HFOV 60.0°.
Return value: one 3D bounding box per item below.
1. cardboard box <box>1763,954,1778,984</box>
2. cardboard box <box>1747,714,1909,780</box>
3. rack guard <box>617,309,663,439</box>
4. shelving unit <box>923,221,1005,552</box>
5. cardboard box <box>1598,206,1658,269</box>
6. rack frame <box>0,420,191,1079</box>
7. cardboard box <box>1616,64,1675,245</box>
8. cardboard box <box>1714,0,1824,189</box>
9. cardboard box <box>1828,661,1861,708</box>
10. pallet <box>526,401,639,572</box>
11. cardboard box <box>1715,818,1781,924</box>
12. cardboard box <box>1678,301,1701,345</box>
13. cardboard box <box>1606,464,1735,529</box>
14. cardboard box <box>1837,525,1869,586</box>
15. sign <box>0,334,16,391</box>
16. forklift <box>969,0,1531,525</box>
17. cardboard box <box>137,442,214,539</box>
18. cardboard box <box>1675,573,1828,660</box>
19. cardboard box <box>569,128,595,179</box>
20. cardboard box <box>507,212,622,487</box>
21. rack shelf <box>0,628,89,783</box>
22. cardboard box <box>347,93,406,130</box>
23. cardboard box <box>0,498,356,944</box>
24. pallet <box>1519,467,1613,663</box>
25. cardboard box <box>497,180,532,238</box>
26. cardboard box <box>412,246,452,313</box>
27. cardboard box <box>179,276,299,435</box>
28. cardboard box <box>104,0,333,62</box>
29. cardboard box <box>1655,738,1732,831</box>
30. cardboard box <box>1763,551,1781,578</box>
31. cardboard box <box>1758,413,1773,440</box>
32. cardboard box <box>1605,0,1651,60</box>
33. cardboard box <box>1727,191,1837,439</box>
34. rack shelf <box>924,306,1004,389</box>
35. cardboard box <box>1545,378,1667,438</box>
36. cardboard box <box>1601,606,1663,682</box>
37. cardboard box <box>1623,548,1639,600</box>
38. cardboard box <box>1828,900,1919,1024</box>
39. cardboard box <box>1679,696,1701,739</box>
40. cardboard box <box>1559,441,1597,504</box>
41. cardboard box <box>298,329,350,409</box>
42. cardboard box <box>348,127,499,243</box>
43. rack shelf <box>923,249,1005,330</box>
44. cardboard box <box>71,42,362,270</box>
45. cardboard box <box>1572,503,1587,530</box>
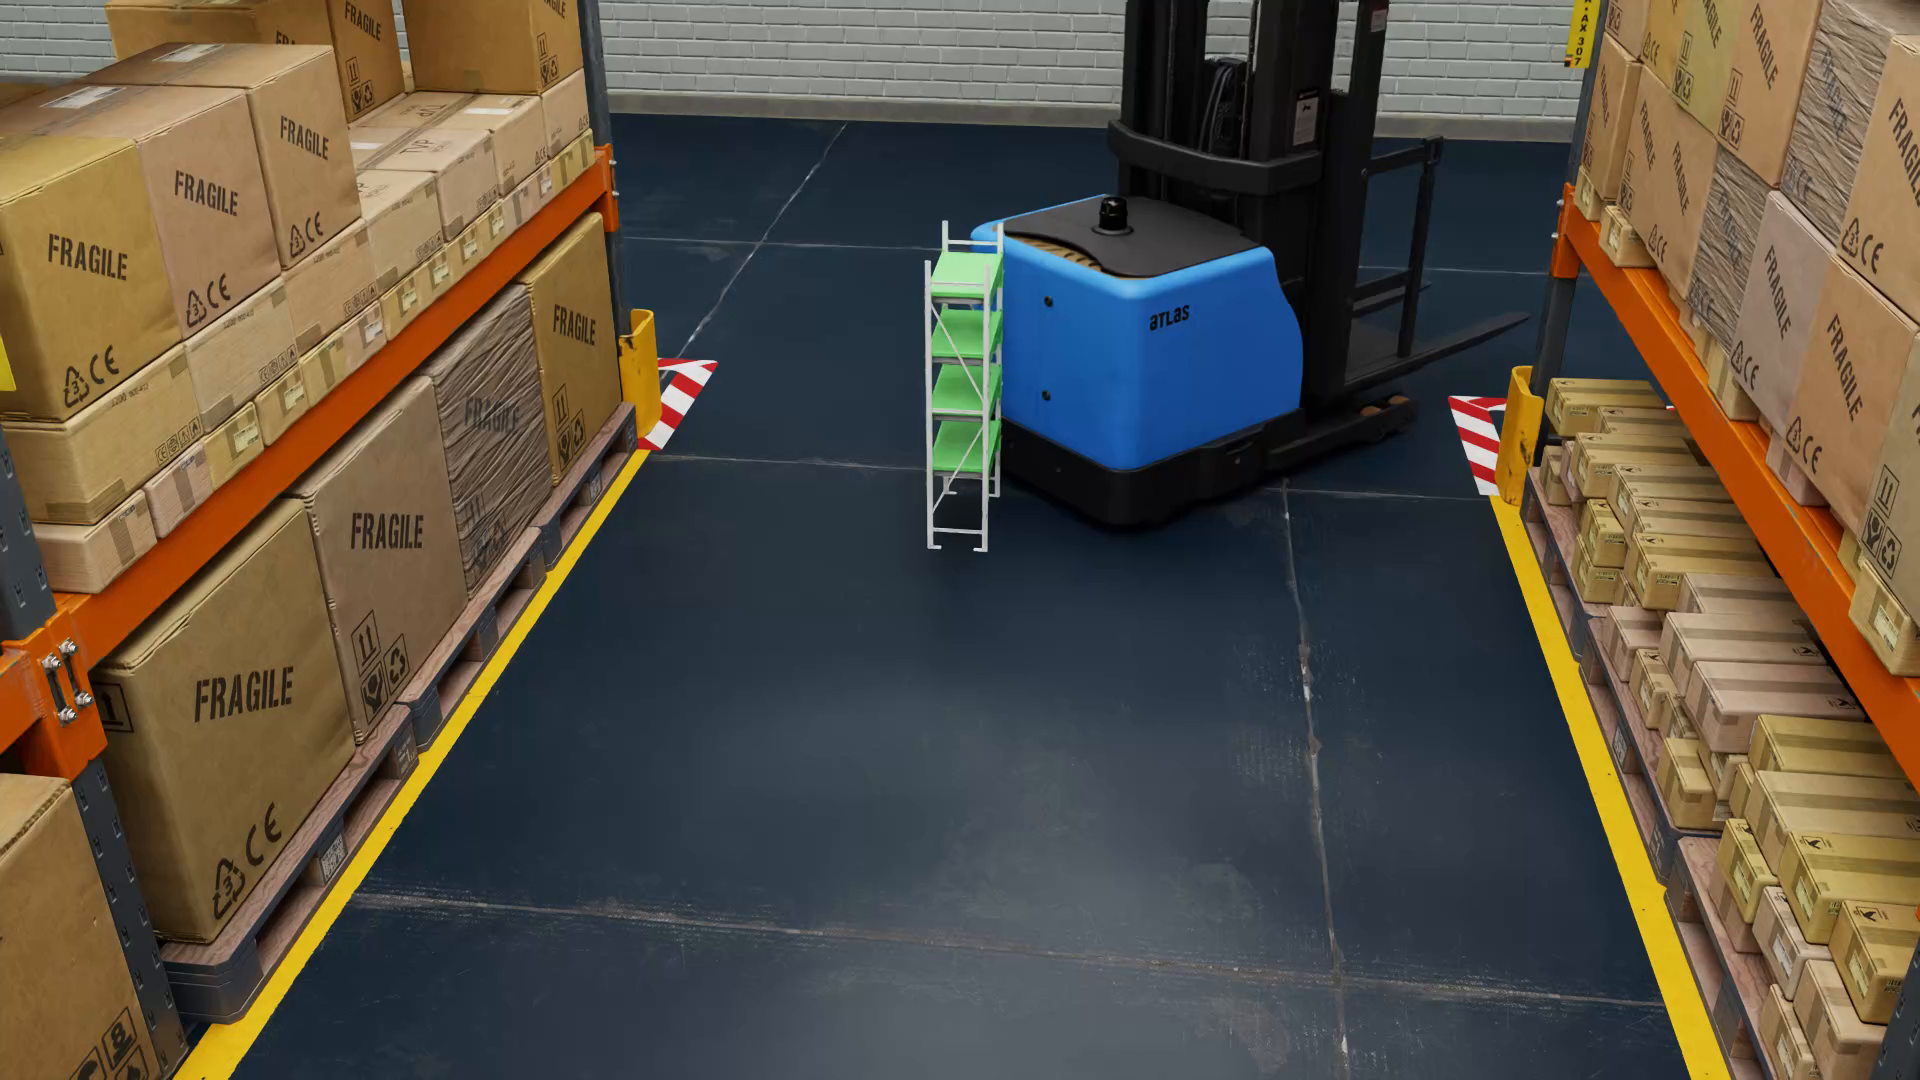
[{"bbox_3d":[2.243,1.085,4.136,0.380,0.149,0.250,4,29,8],"label":"cardboard box"},{"bbox_3d":[2.328,0.605,4.401,0.380,0.149,0.250,4,29,8],"label":"cardboard box"},{"bbox_3d":[-1.998,-0.793,7.694,1.175,0.500,0.348,3,28,6],"label":"rack guard"},{"bbox_3d":[0.020,-0.606,6.610,0.258,1.200,0.503,3,28,6],"label":"shelving unit"},{"bbox_3d":[2.468,-1.056,5.813,0.380,0.149,0.250,3,28,5],"label":"cardboard box"},{"bbox_3d":[-2.492,0.001,3.585,1.000,3.000,0.127,3,28,6],"label":"rack frame"},{"bbox_3d":[2.539,-1.272,5.530,0.500,0.500,0.500,3,29,6],"label":"cardboard box"},{"bbox_3d":[2.390,-1.244,4.423,0.500,0.500,0.500,2,28,5],"label":"cardboard box"},{"bbox_3d":[2.857,0.513,5.198,0.380,0.149,0.250,4,29,8],"label":"cardboard box"},{"bbox_3d":[-2.022,-0.273,7.035,1.003,0.211,1.213,3,28,6],"label":"pallet"},{"bbox_3d":[2.178,0.854,4.251,0.380,0.149,0.250,2,28,4],"label":"cardboard box"},{"bbox_3d":[2.456,-0.685,5.125,0.380,0.149,0.250,3,28,5],"label":"cardboard box"},{"bbox_3d":[2.487,-0.141,5.785,0.380,0.149,0.250,2,28,4],"label":"cardboard box"},{"bbox_3d":[2.237,0.050,3.760,0.380,0.149,0.250,4,29,8],"label":"cardboard box"},{"bbox_3d":[-1.952,-0.447,3.280,0.100,0.325,0.005,3,28,6],"label":"sign"},{"bbox_3d":[1.493,-1.908,7.201,3.031,2.935,1.130,-21,35,-33],"label":"forklift"},{"bbox_3d":[-2.093,-0.132,4.097,0.380,0.149,0.250,2,28,5],"label":"cardboard box"},{"bbox_3d":[2.430,0.234,5.089,0.380,0.149,0.250,3,29,6],"label":"cardboard box"},{"bbox_3d":[-1.718,-1.584,6.793,0.380,0.149,0.250,4,29,7],"label":"cardboard box"},{"bbox_3d":[-2.000,-0.825,6.917,0.875,0.875,0.875,3,28,6],"label":"cardboard box"},{"bbox_3d":[-2.737,1.259,2.009,1.077,0.370,4.000,3,28,6],"label":"rack shelf"},{"bbox_3d":[-2.385,-1.491,6.200,0.500,0.250,0.500,3,28,6],"label":"cardboard box"},{"bbox_3d":[-2.331,0.446,4.558,0.875,0.875,0.875,3,28,6],"label":"cardboard box"},{"bbox_3d":[2.765,0.098,6.346,1.003,0.211,1.213,3,28,6],"label":"pallet"},{"bbox_3d":[-1.812,-1.226,6.128,0.380,0.149,0.250,4,29,7],"label":"cardboard box"},{"bbox_3d":[-1.906,-0.865,5.458,0.380,0.149,0.250,4,29,7],"label":"cardboard box"},{"bbox_3d":[-2.108,-0.504,4.367,0.500,0.250,0.500,3,28,6],"label":"cardboard box"},{"bbox_3d":[-2.447,-1.587,5.587,0.500,0.500,0.500,3,28,5],"label":"cardboard box"},{"bbox_3d":[2.255,0.715,4.822,0.380,0.149,0.250,3,28,6],"label":"cardboard box"},{"bbox_3d":[2.930,0.024,5.793,0.380,0.149,0.250,3,28,6],"label":"cardboard box"},{"bbox_3d":[2.381,-0.317,4.440,0.380,0.149,0.250,3,28,5],"label":"cardboard box"},{"bbox_3d":[2.590,-1.965,5.762,0.500,0.500,0.500,3,28,6],"label":"cardboard box"},{"bbox_3d":[2.325,-0.561,4.209,0.500,0.500,0.500,3,28,6],"label":"cardboard box"},{"bbox_3d":[0.020,-0.761,6.527,0.258,0.148,0.480,3,28,6],"label":"rack shelf"},{"bbox_3d":[2.507,-0.511,6.471,0.380,0.149,0.250,2,28,4],"label":"cardboard box"},{"bbox_3d":[2.359,0.349,5.502,0.380,0.149,0.250,2,28,4],"label":"cardboard box"},{"bbox_3d":[2.481,0.116,5.622,0.380,0.149,0.250,2,28,4],"label":"cardboard box"},{"bbox_3d":[2.204,0.963,3.736,0.380,0.149,0.250,4,29,8],"label":"cardboard box"},{"bbox_3d":[2.371,0.496,4.917,0.380,0.149,0.250,2,28,4],"label":"cardboard box"},{"bbox_3d":[2.500,-0.249,6.300,0.380,0.149,0.250,3,28,6],"label":"cardboard box"},{"bbox_3d":[-2.000,-0.500,4.781,0.380,0.149,0.250,3,28,5],"label":"cardboard box"},{"bbox_3d":[-1.922,-1.225,5.705,0.500,0.250,0.500,2,28,4],"label":"cardboard box"},{"bbox_3d":[0.020,-0.972,6.413,0.258,0.148,0.480,3,28,6],"label":"rack shelf"},{"bbox_3d":[-2.052,-1.081,4.648,0.500,0.500,0.500,2,28,5],"label":"cardboard box"},{"bbox_3d":[2.576,-0.120,6.373,0.380,0.149,0.250,3,28,6],"label":"cardboard box"}]
